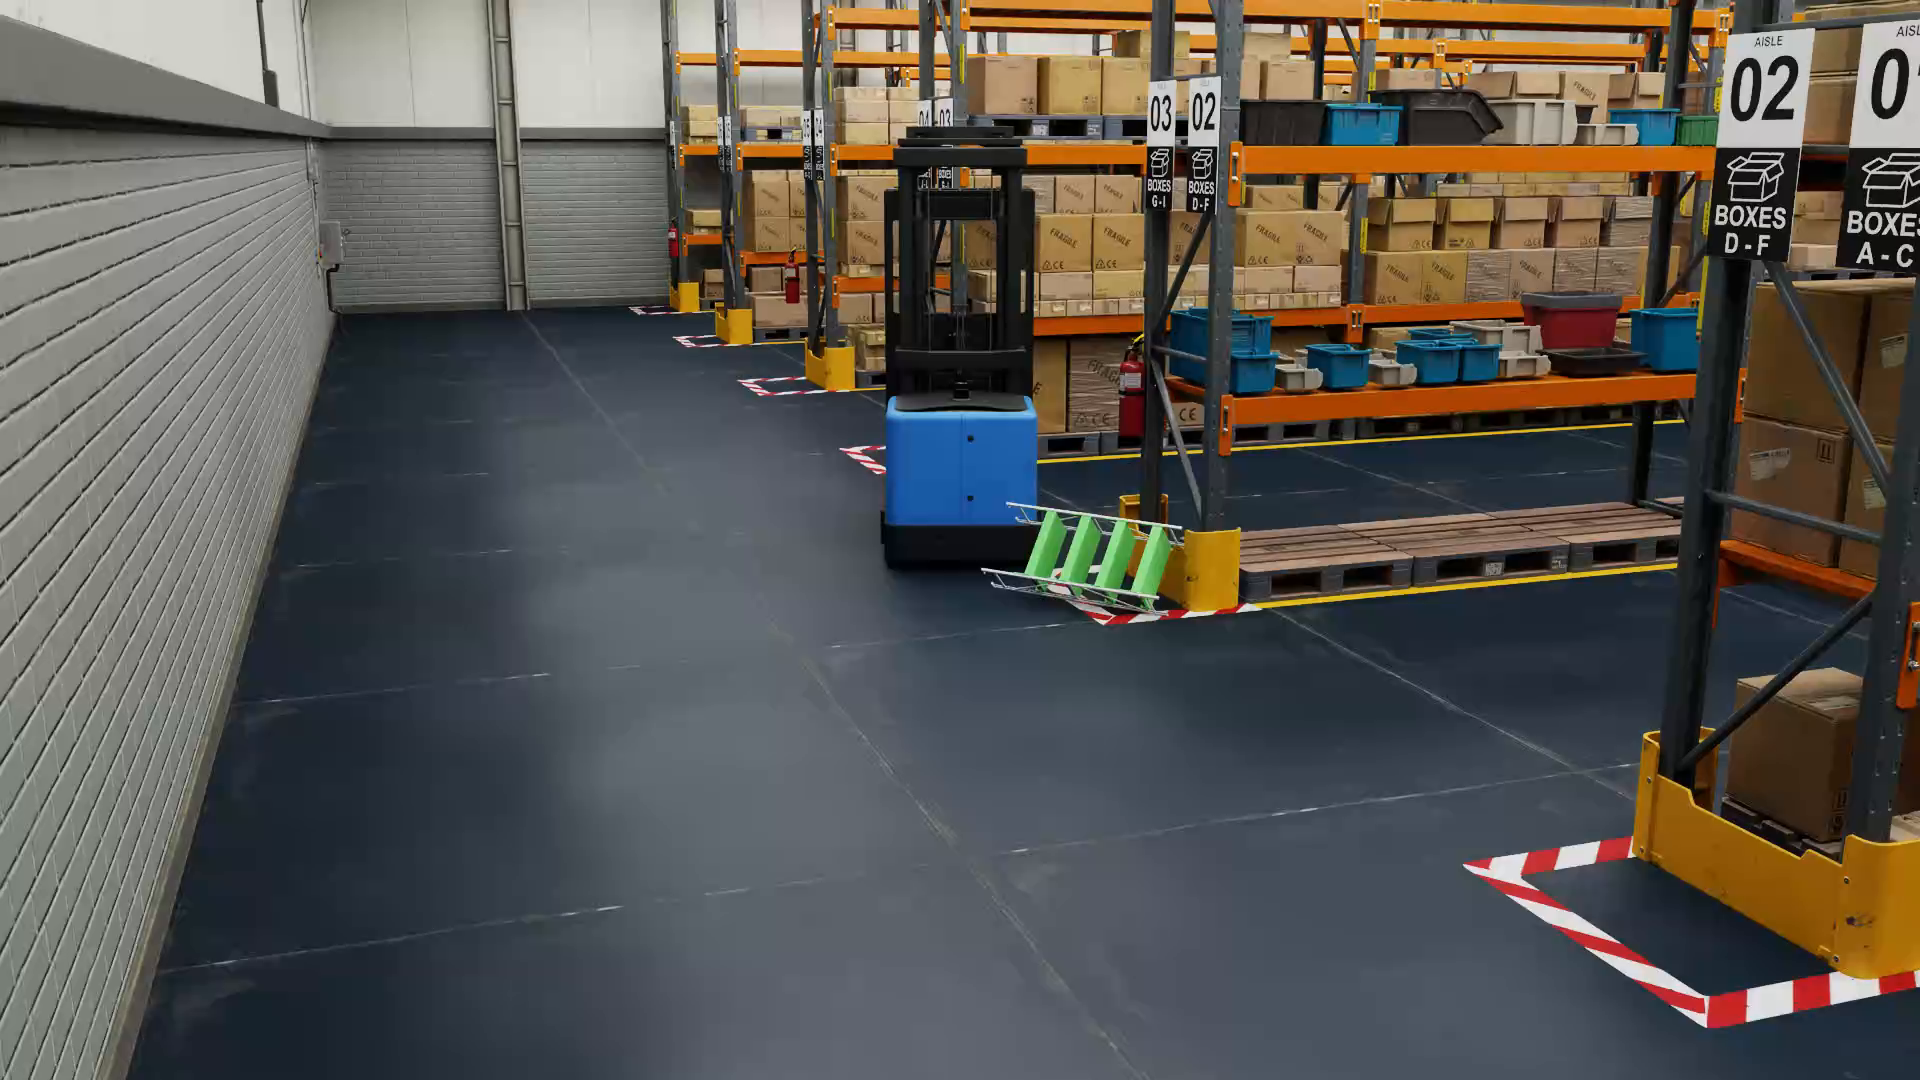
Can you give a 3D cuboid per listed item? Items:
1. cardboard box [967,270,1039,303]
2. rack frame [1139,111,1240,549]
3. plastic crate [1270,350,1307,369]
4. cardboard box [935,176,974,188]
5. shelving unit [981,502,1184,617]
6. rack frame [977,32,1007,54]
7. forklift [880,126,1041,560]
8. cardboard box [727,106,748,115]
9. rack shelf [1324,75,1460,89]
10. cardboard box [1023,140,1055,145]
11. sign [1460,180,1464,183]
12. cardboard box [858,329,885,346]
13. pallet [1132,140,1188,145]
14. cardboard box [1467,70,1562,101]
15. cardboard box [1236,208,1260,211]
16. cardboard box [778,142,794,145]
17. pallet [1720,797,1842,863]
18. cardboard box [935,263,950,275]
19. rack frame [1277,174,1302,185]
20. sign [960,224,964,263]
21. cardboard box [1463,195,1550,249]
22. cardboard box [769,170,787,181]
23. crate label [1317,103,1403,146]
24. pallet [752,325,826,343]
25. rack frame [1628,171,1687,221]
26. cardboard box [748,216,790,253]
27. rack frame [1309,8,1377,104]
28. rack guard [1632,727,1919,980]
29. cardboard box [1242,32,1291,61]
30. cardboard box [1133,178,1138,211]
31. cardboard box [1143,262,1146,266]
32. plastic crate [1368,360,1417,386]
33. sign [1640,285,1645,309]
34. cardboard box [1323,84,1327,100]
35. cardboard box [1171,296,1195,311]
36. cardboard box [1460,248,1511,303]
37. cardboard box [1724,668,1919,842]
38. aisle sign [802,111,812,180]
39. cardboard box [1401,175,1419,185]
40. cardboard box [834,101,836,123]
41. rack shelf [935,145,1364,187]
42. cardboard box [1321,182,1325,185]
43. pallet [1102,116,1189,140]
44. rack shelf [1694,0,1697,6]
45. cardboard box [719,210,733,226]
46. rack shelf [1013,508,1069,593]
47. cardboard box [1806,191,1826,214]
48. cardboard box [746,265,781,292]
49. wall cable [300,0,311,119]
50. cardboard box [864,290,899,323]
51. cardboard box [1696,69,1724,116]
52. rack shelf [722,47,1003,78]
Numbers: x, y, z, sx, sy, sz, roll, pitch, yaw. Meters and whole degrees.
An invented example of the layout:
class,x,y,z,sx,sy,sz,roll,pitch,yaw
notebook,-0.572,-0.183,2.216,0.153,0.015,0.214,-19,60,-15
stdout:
class,x,y,z,sx,sy,sz,roll,pitch,yaw
cardboard box,0.385,-2.291,14.973,0.500,0.250,0.500,-5,14,-20
rack frame,1.424,-1.157,10.523,0.127,3.000,1.000,-4,14,-18
plastic crate,2.139,-1.157,10.966,0.243,0.136,0.396,-4,14,-18
cardboard box,-0.156,-4.065,19.730,0.500,0.500,0.500,-5,14,-19
shelving unit,0.786,0.113,10.444,1.200,0.503,0.258,9,-26,27
rack frame,0.474,-7.630,24.774,0.127,3.000,1.000,-4,14,-18
forklift,-0.009,-1.570,12.410,1.130,2.935,3.031,0,13,-1
cardboard box,-3.915,-7.290,28.427,0.500,0.250,0.500,-5,14,-18
rack shelf,8.365,-8.912,32.582,4.000,0.370,1.077,-4,14,-18
cardboard box,0.812,-4.852,19.902,0.500,0.250,0.500,-5,14,-19
sign,8.237,-5.744,27.306,0.005,0.325,0.100,-4,14,-18
cardboard box,-1.037,-2.409,19.756,0.250,0.149,0.380,-5,14,-21
pallet,2.768,-5.023,20.703,1.003,0.211,1.213,-4,14,-18
cardboard box,5.497,-4.392,16.511,0.637,0.503,0.797,-5,14,-19
cardboard box,2.630,-2.961,16.168,0.500,0.500,0.500,-4,14,-18
cardboard box,-3.043,-6.906,28.755,0.250,0.149,0.380,-4,14,-18
pallet,3.827,1.222,6.549,1.213,0.211,1.003,-4,14,-18
cardboard box,-0.264,-3.268,19.941,0.250,0.149,0.380,-5,14,-19
rack frame,6.470,-6.390,32.526,0.127,3.000,1.000,-4,14,-18
sign,0.015,-2.580,14.467,0.005,0.325,0.100,-4,14,-18
cardboard box,5.476,-3.221,16.819,0.637,0.503,0.797,-4,14,-16
cardboard box,-2.666,-5.267,24.027,0.250,0.149,0.380,-4,14,-17
crate label,2.401,-2.541,10.181,0.502,0.251,0.408,-4,14,-18
pallet,-2.584,-3.136,24.870,1.213,0.211,1.003,-4,14,-18
rack frame,9.731,-4.224,23.418,0.127,3.000,1.000,-4,14,-18
cardboard box,-2.770,-4.437,24.100,0.500,0.500,0.500,-5,14,-19
rack frame,3.635,-5.457,15.637,0.127,3.000,1.000,-4,14,-18
rack guard,3.072,1.141,6.267,0.348,0.500,1.175,-4,14,-18
cardboard box,2.742,-4.596,15.539,0.500,0.250,0.500,-5,14,-22
cardboard box,2.420,-5.336,25.715,0.500,0.500,0.500,-5,14,-19
cardboard box,1.674,-2.523,15.948,0.500,0.250,0.500,-4,14,-18
plastic crate,2.736,-1.059,10.553,0.298,0.136,0.250,-4,14,-18
sign,5.041,-1.707,12.240,0.005,0.325,0.100,-4,14,-18
cardboard box,4.427,-5.623,20.946,0.258,0.266,0.396,-4,14,-18
cardboard box,1.991,-2.208,15.486,0.250,0.149,0.380,-4,14,-17
cardboard box,5.101,-2.640,16.543,0.500,0.500,0.500,-5,14,-19
cardboard box,3.437,0.838,6.589,0.500,0.500,0.500,-4,14,-18
aisle sign,-1.807,-4.663,19.648,0.004,0.787,0.394,-4,14,-18
cardboard box,7.498,-6.058,27.961,0.250,0.149,0.380,-5,14,-18
cardboard box,-1.287,-5.057,19.684,0.500,0.250,0.500,-5,14,-20
rack shelf,1.739,-3.500,15.446,4.000,0.370,1.077,-4,14,-18
cardboard box,6.867,-6.858,32.230,0.250,0.149,0.380,-4,14,-17
pallet,1.702,-3.807,15.375,1.213,0.211,1.003,-4,14,-18
rack shelf,7.110,-3.973,11.820,4.000,0.370,1.077,-4,14,-18
cardboard box,-3.910,-5.588,28.835,0.500,0.250,0.500,-4,14,-17
rack shelf,0.520,0.072,10.584,0.148,0.480,0.258,9,-26,27
cardboard box,12.092,-5.026,24.133,0.550,0.550,0.875,-4,14,-18
cardboard box,-3.471,-4.572,29.375,0.500,0.500,0.700,-4,14,-16
wall cable,-9.708,-7.650,24.778,0.133,3.039,2.988,-4,14,-18
cardboard box,-1.003,-3.580,25.342,0.875,0.438,0.875,-5,14,-20
cardboard box,7.954,-4.563,17.064,0.500,0.500,0.500,-4,14,-18
rack shelf,-1.421,-6.938,24.283,4.000,0.370,1.077,-4,14,-18
